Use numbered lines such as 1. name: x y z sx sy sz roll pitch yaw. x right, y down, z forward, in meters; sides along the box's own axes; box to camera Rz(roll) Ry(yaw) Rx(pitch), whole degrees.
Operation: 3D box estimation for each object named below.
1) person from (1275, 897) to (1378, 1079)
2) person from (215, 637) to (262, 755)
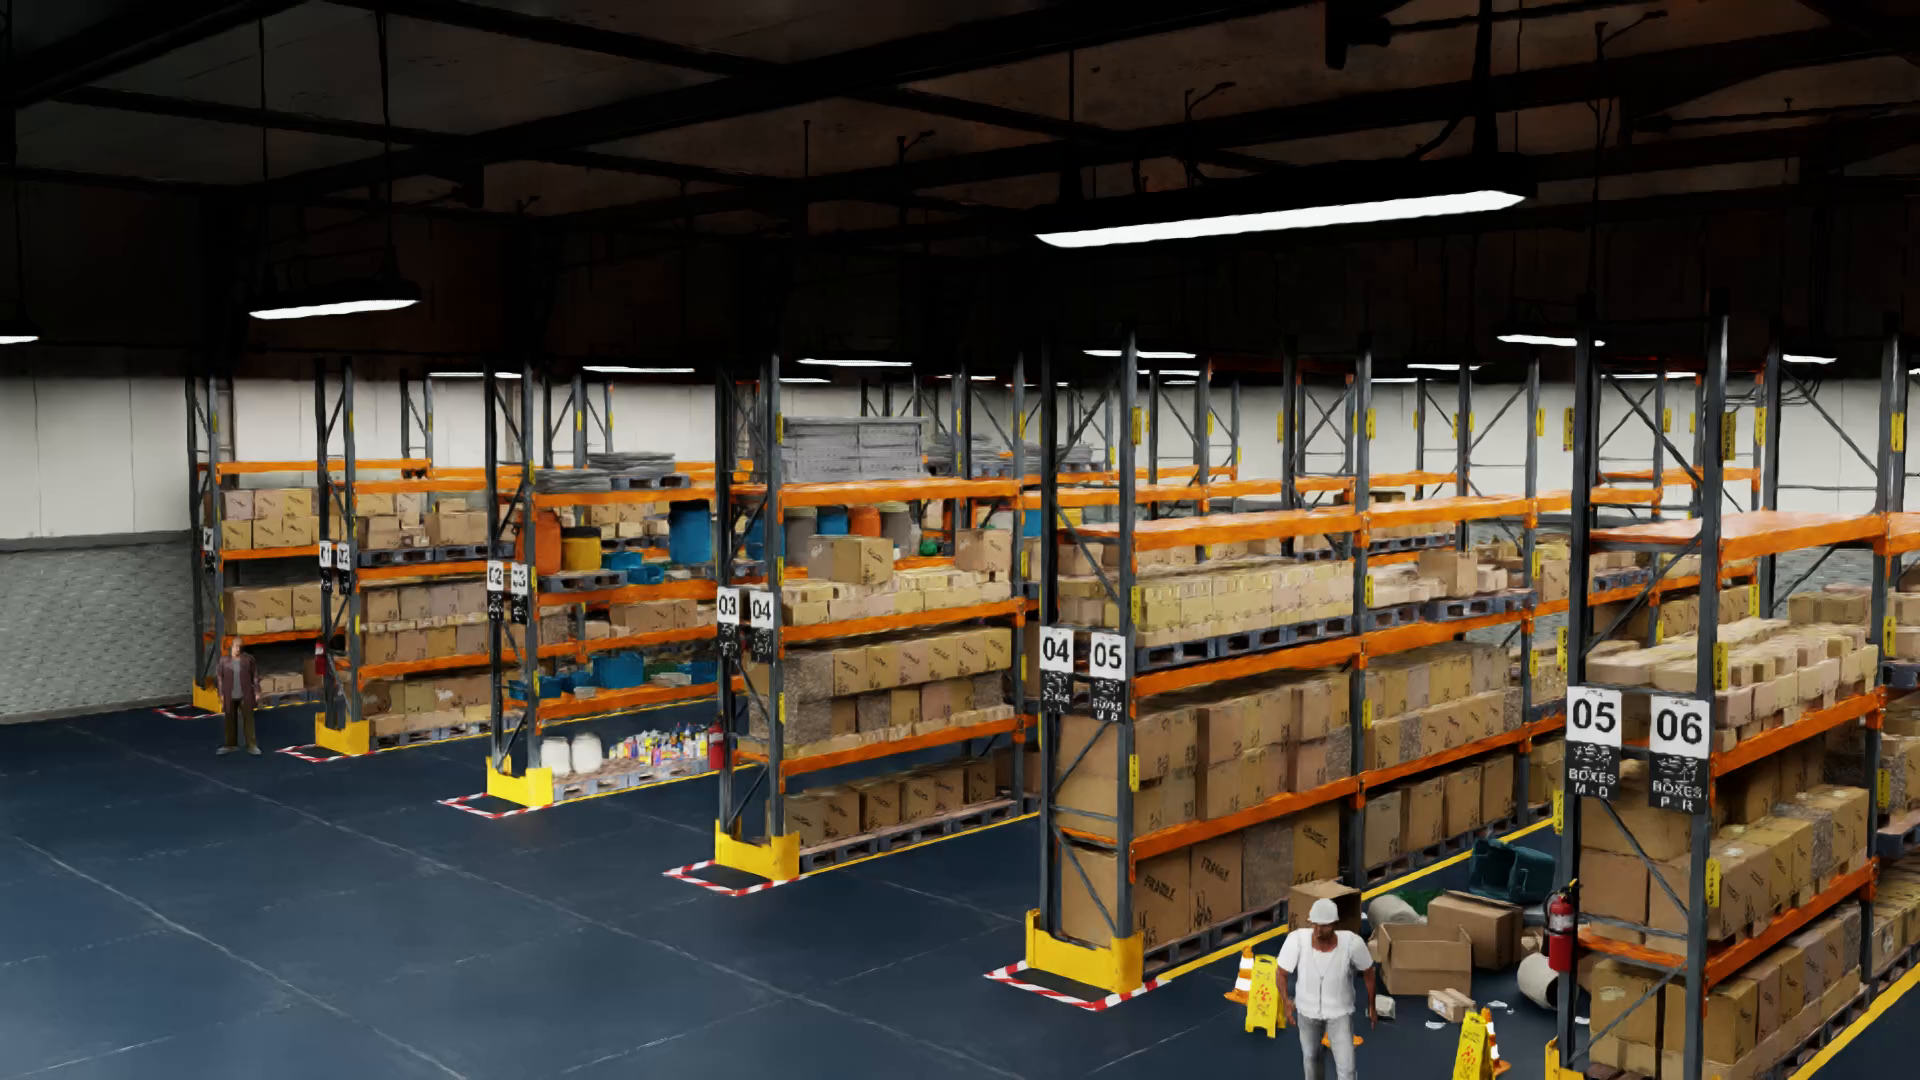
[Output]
1. person: 2.634 3.388 11.990 0.699 1.701 0.797 2 5 24
2. person: -10.897 2.346 25.074 0.673 1.780 0.515 -2 5 -19
